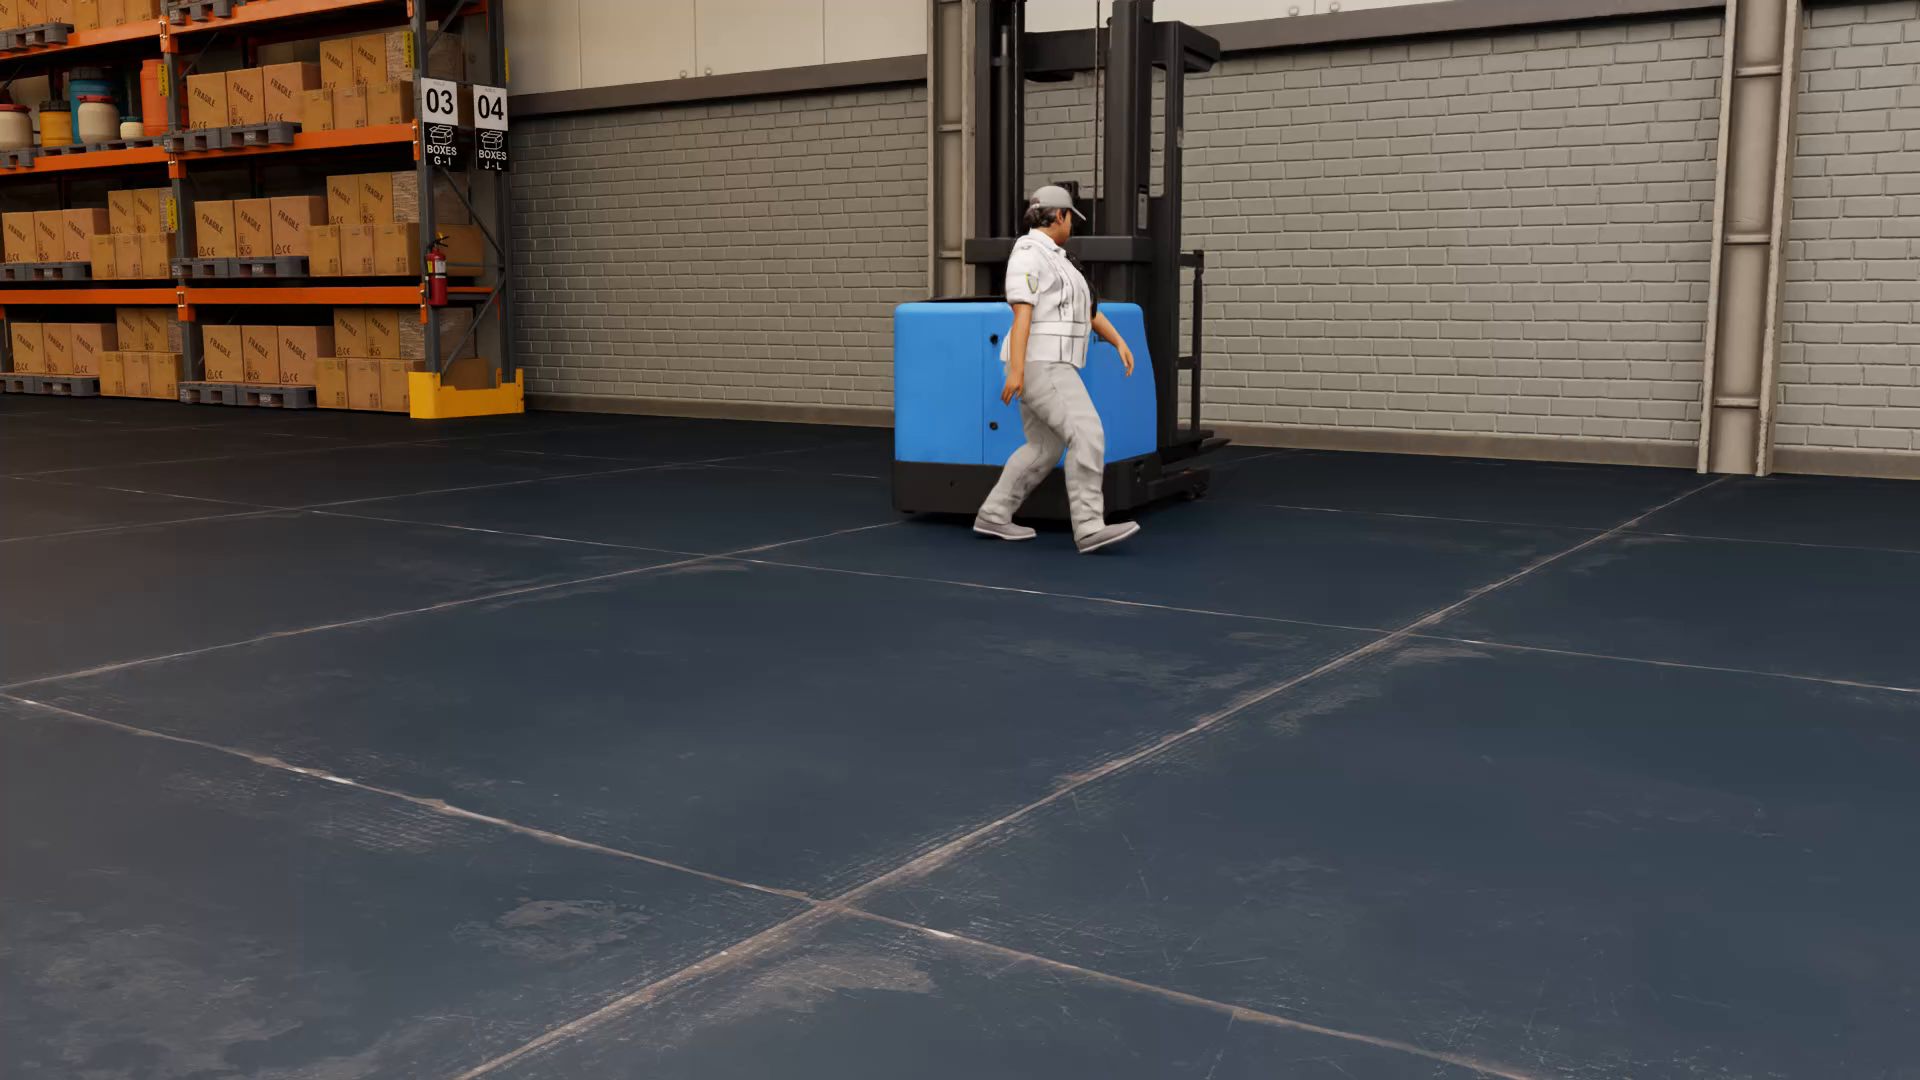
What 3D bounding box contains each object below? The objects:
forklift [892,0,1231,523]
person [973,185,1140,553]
[{"bbox_3d":[0.752,-1.692,9.088,1.130,2.935,3.031,4,9,25],"label":"forklift"},{"bbox_3d":[0.411,-0.746,7.284,0.824,1.599,0.628,2,8,14],"label":"person"}]
